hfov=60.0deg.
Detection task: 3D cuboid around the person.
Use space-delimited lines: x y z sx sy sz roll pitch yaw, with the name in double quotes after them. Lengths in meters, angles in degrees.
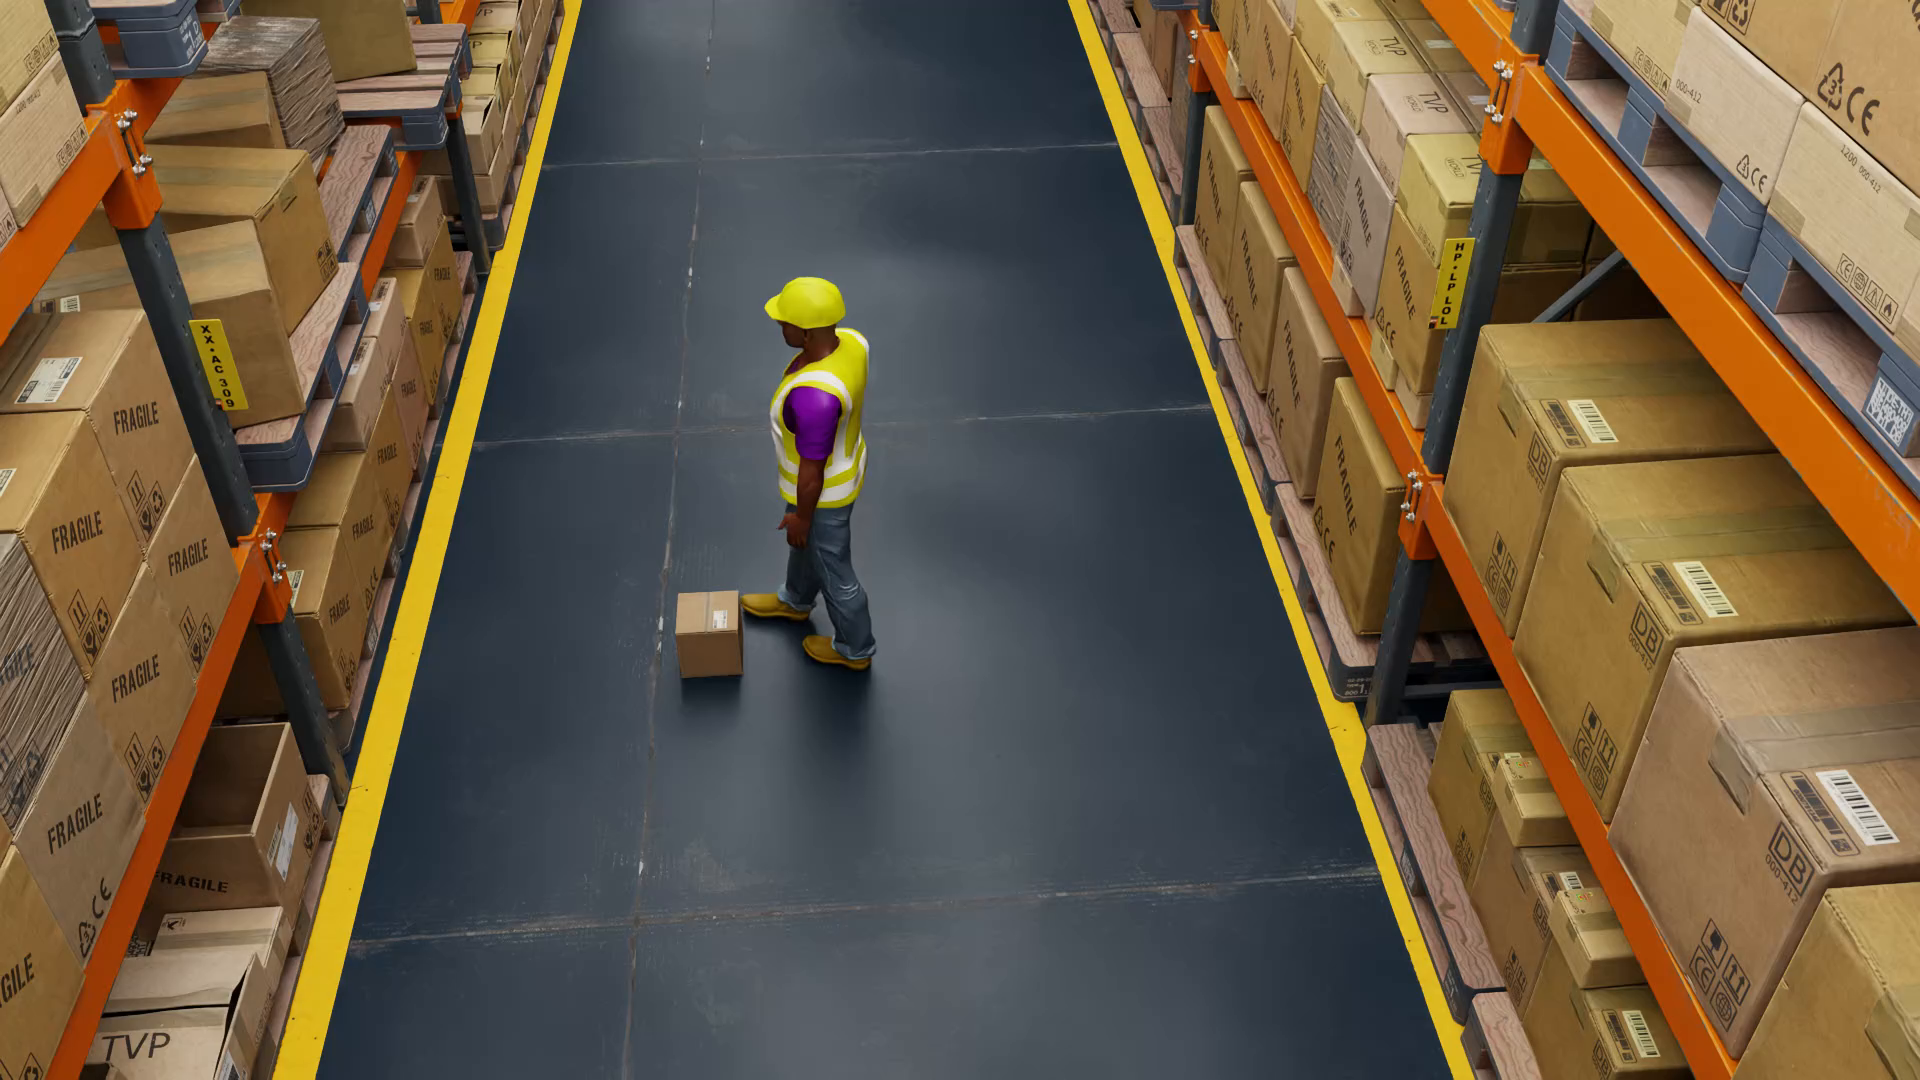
-0.652 -0.246 6.429 0.641 1.760 0.569 5 39 6 "person"
